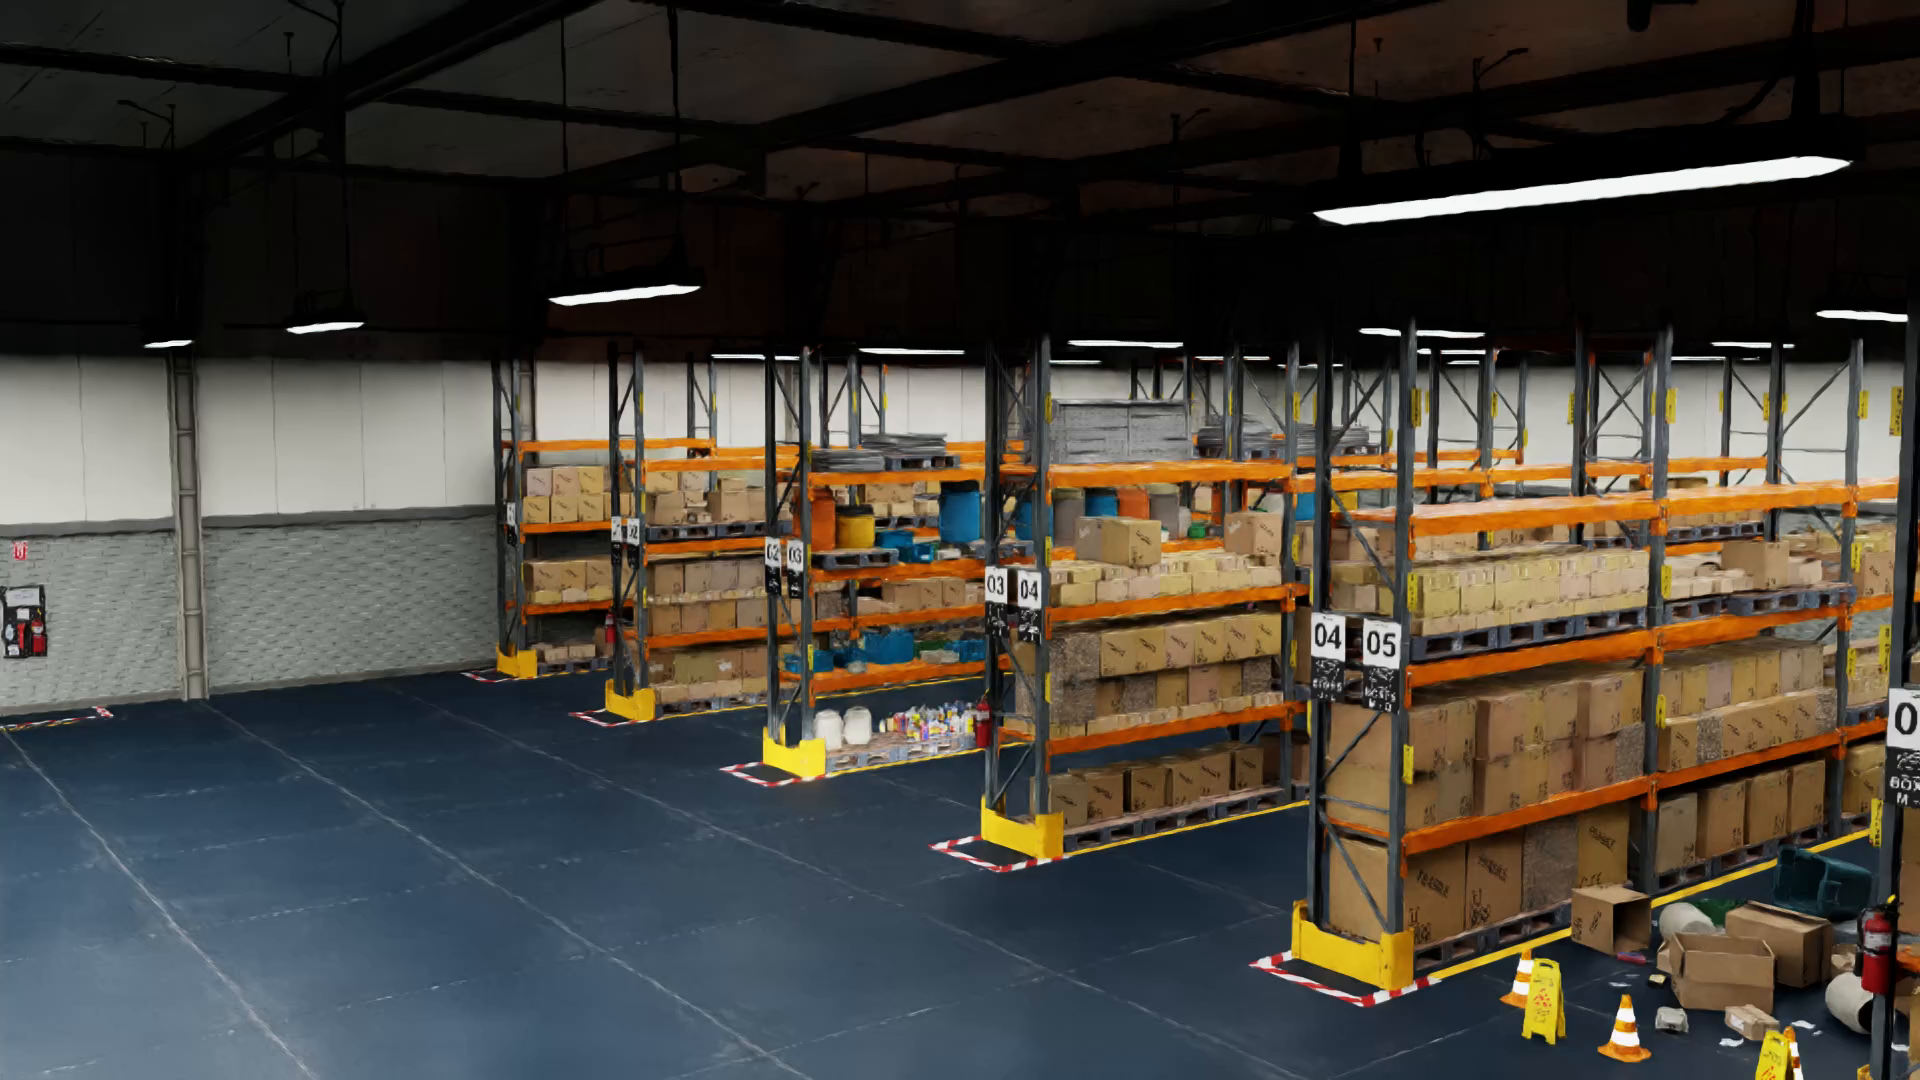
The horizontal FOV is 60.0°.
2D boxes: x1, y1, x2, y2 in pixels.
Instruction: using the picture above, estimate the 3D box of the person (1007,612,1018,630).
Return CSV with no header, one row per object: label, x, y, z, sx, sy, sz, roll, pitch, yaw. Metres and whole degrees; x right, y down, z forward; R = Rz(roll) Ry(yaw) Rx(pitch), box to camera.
person,1.500,1.129,36.111,1.051,1.725,0.600,-4,6,-38
